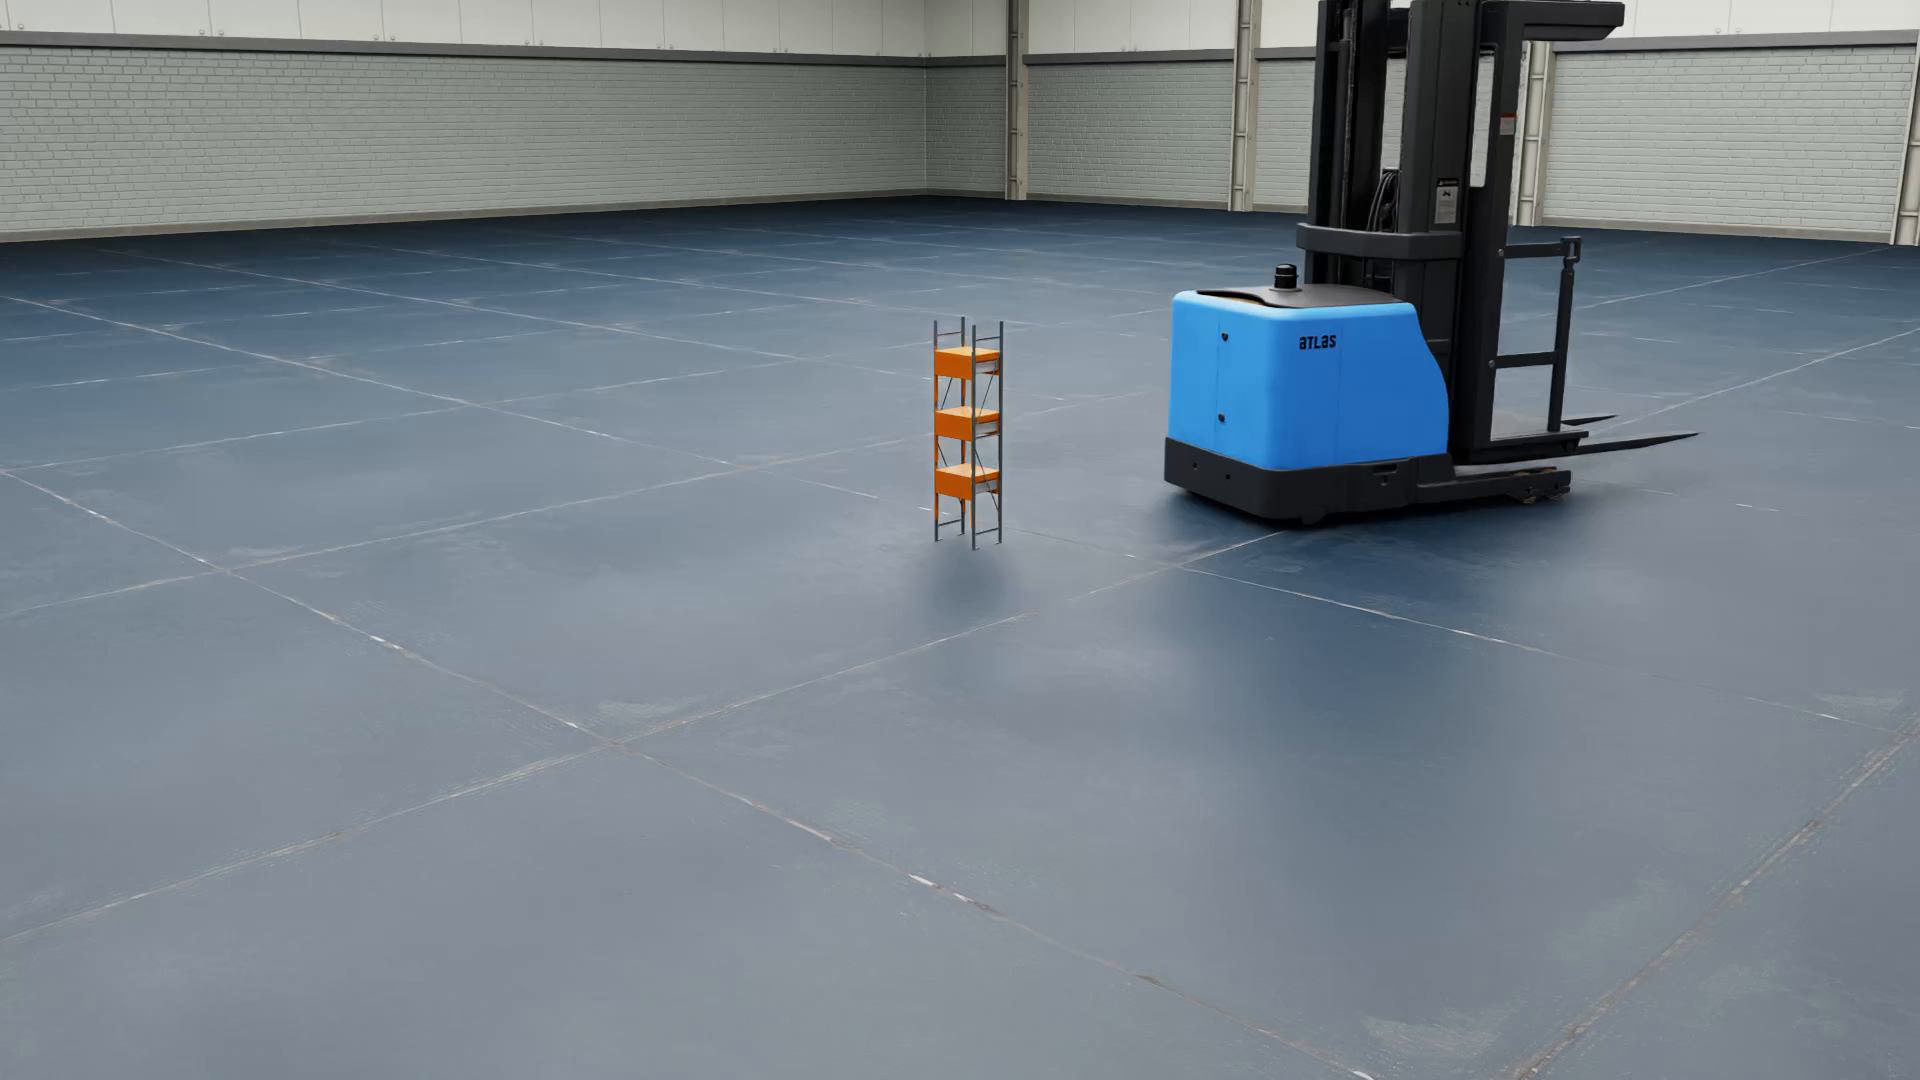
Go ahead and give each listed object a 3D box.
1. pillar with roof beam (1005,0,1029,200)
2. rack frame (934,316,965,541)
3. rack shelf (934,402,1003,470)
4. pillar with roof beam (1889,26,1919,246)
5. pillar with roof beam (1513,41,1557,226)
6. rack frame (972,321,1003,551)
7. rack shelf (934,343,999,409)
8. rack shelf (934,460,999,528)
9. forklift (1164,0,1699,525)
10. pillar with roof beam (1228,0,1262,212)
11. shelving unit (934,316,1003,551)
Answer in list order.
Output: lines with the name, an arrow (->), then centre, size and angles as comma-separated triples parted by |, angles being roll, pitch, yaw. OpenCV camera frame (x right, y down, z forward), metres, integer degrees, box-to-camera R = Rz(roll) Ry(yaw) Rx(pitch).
pillar with roof beam -> -1.740, -11.158, 32.908 | 0.400, 9.000, 9.100 | 14, 20, 42
rack frame -> -0.049, -0.520, 7.846 | 0.008, 1.050, 0.200 | 14, 20, 42
rack shelf -> 0.039, -0.488, 7.766 | 0.240, 0.259, 0.215 | 14, 20, 42
pillar with roof beam -> 11.218, -8.008, 20.818 | 0.400, 9.000, 9.100 | 14, 20, 42
pillar with roof beam -> 6.899, -9.058, 24.848 | 0.400, 9.000, 9.100 | 14, 20, 42
rack frame -> 0.126, -0.477, 7.682 | 0.008, 1.050, 0.200 | 14, 20, 42
rack shelf -> 0.039, -0.763, 7.695 | 0.240, 0.259, 0.215 | 14, 20, 42
rack shelf -> 0.039, -0.219, 7.837 | 0.240, 0.259, 0.215 | 14, 20, 42
forklift -> 2.648, -1.720, 8.720 | 3.031, 2.935, 1.130 | -7, 16, -24
pillar with roof beam -> 2.579, -10.108, 28.878 | 0.400, 9.000, 9.100 | 14, 20, 42
shelving unit -> 0.039, -0.499, 7.764 | 0.252, 1.050, 0.215 | 14, 20, 42
